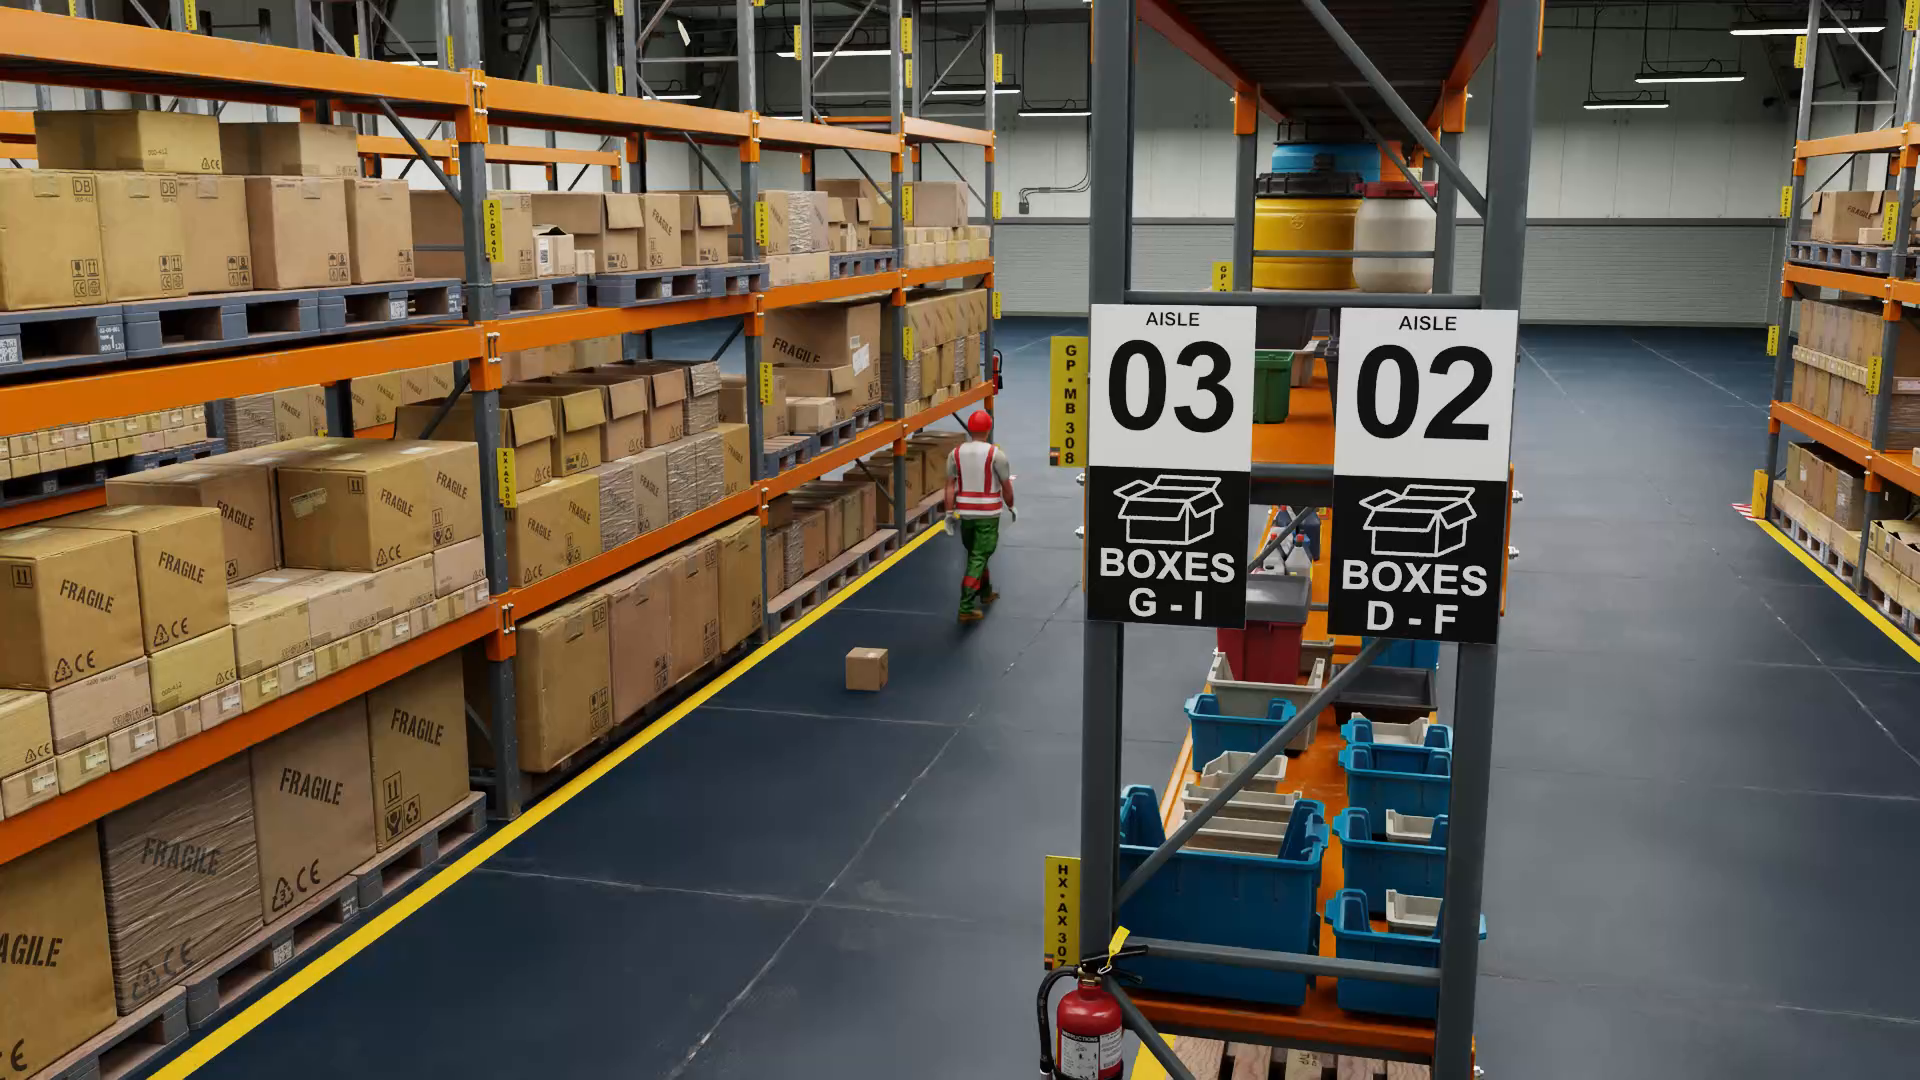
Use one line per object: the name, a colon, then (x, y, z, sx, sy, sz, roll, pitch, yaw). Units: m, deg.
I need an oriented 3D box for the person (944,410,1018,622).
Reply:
person: (0.204, -0.249, 14.019, 0.540, 1.724, 1.035, 5, 12, 24)
